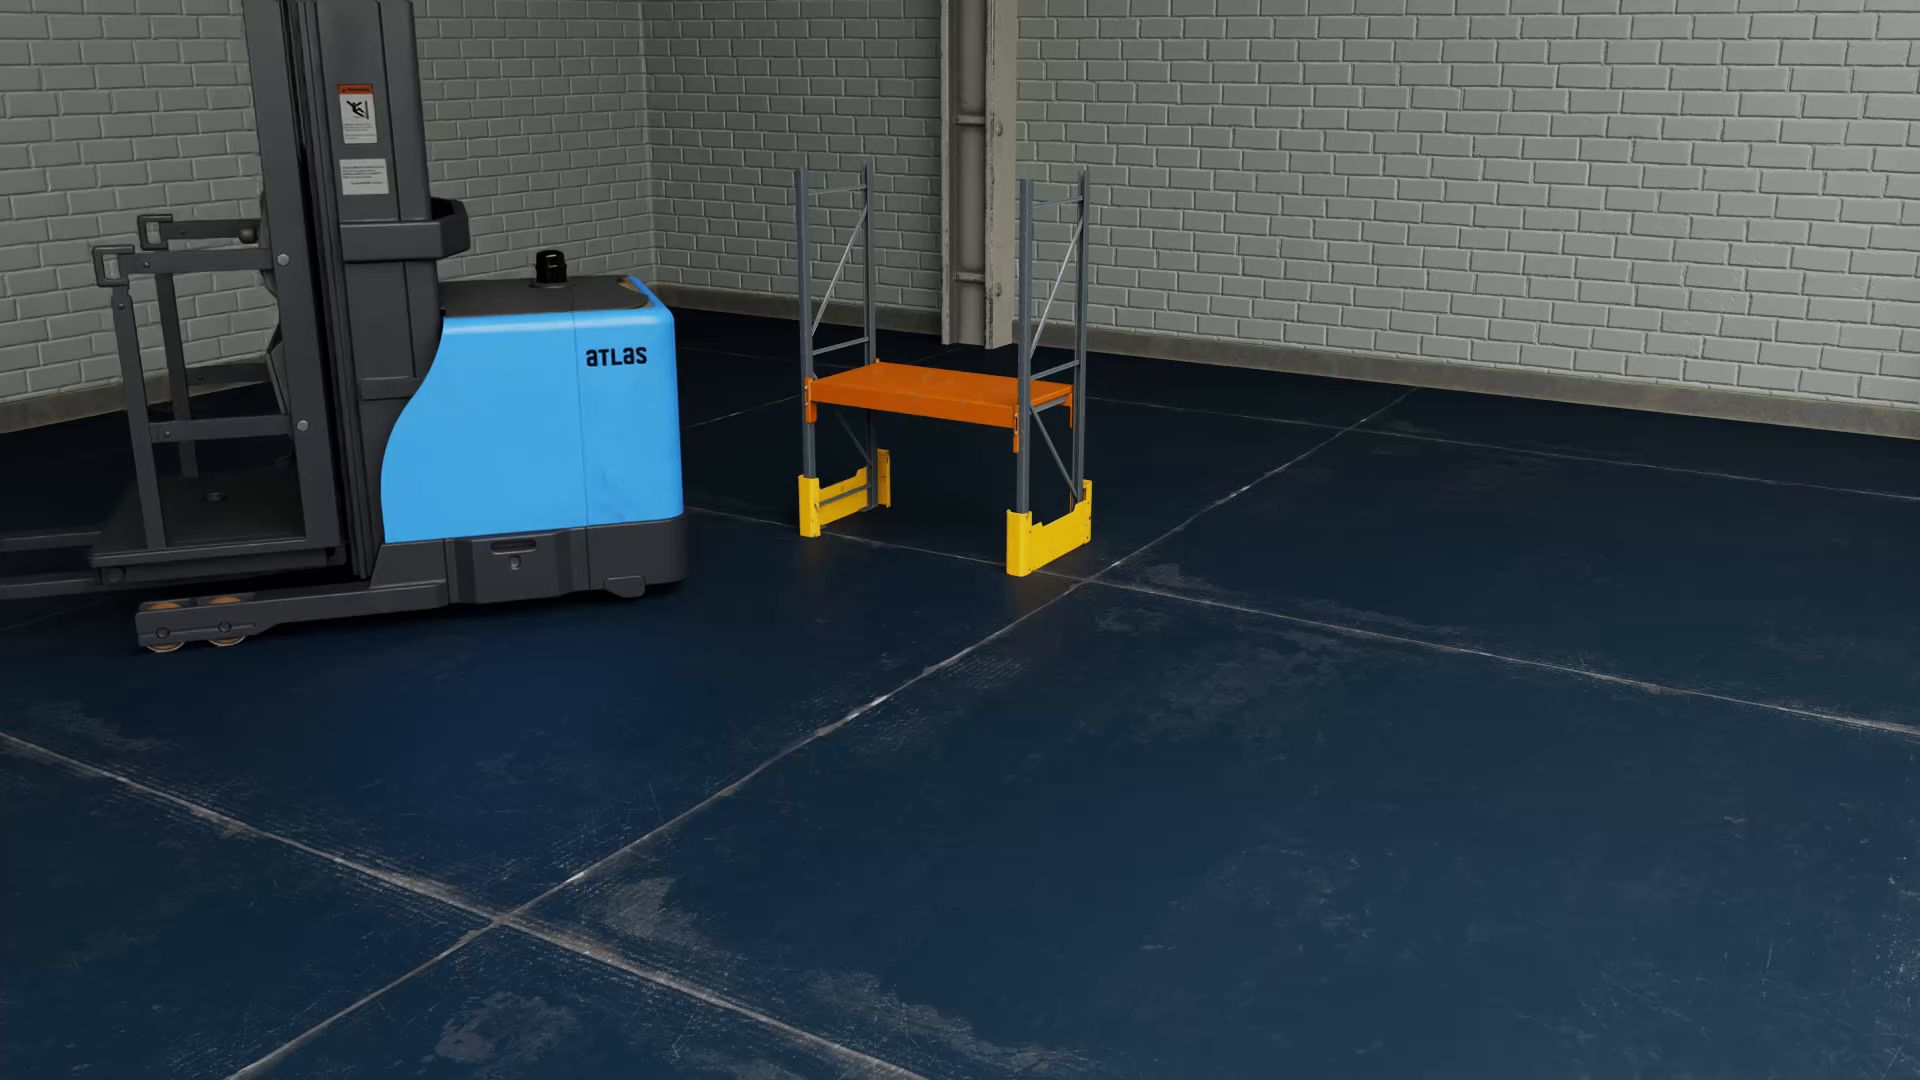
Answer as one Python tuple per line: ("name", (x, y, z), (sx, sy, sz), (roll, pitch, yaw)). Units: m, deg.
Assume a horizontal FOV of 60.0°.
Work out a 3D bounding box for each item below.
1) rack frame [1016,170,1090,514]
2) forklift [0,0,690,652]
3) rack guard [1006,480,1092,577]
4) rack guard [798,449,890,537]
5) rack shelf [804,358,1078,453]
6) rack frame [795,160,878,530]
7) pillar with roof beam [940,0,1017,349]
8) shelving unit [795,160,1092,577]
("rack frame", (0.360, -0.653, 6.451), (0.032, 1.500, 0.500), (10, 20, 30))
("forklift", (-2.583, -1.194, 5.768), (3.031, 2.935, 1.130), (-5, 18, -17))
("rack guard", (0.359, -0.055, 6.634), (0.087, 0.250, 0.587), (10, 20, 30))
("rack guard", (-0.489, -0.207, 7.132), (0.087, 0.250, 0.587), (10, 20, 30))
("rack shelf", (-0.073, -0.558, 6.758), (1.000, 0.185, 0.538), (10, 20, 30))
("rack frame", (-0.506, -0.808, 6.961), (0.032, 1.500, 0.500), (10, 20, 30))
("pillar with roof beam", (-2.133, -4.577, 6.465), (0.400, 9.000, 9.100), (10, 20, 30))
("shelving unit", (-0.065, -0.729, 6.701), (1.083, 1.500, 0.587), (10, 20, 30))
